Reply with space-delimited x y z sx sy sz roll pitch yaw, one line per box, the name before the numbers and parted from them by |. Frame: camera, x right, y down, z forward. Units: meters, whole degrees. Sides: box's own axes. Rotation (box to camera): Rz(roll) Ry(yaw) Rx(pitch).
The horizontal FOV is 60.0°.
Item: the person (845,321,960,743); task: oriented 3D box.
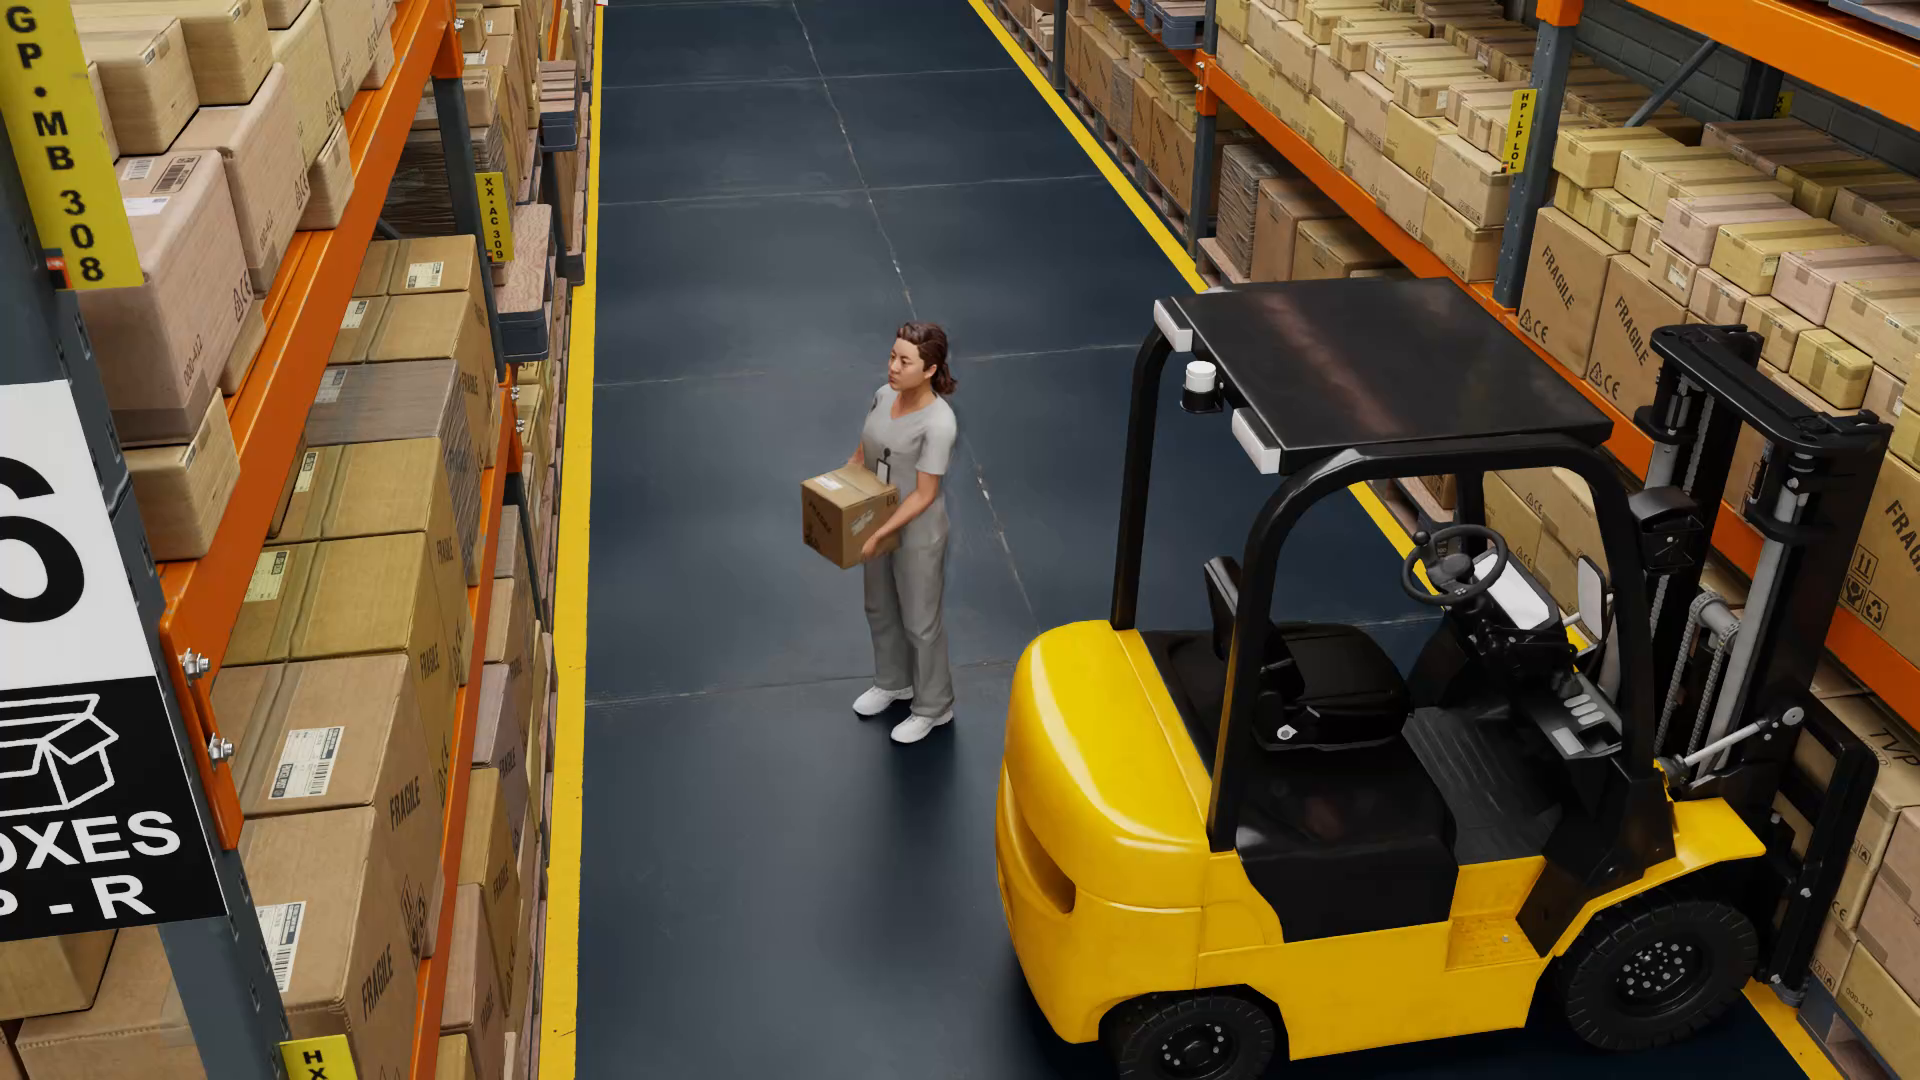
person | -0.252 0.006 6.147 0.548 1.648 0.443 -22 37 -32
